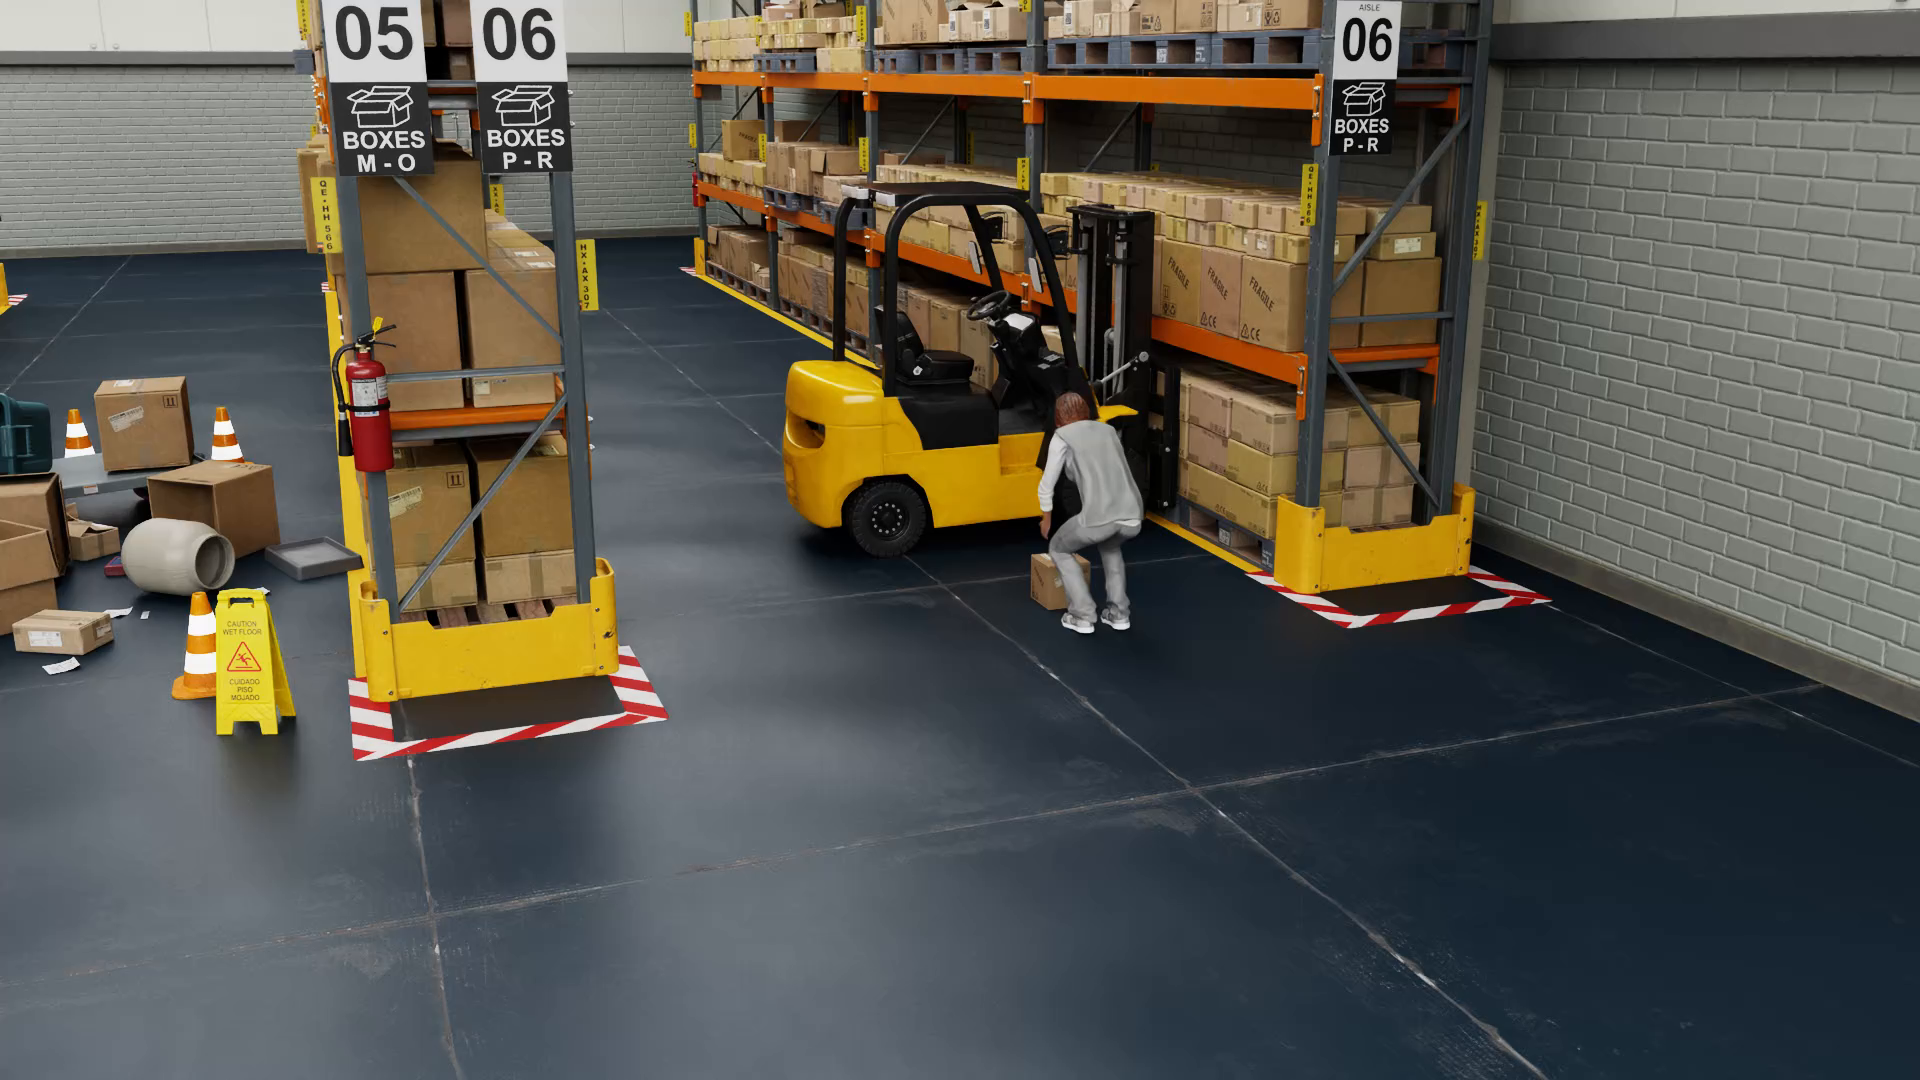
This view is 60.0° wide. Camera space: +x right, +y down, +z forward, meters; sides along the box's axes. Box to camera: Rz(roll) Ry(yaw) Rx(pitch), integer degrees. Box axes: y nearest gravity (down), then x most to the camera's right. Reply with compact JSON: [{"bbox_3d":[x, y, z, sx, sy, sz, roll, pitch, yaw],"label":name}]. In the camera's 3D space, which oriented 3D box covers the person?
[{"bbox_3d":[0.672,-0.122,8.711,0.462,1.200,0.701,-6,17,-20],"label":"person"}]
